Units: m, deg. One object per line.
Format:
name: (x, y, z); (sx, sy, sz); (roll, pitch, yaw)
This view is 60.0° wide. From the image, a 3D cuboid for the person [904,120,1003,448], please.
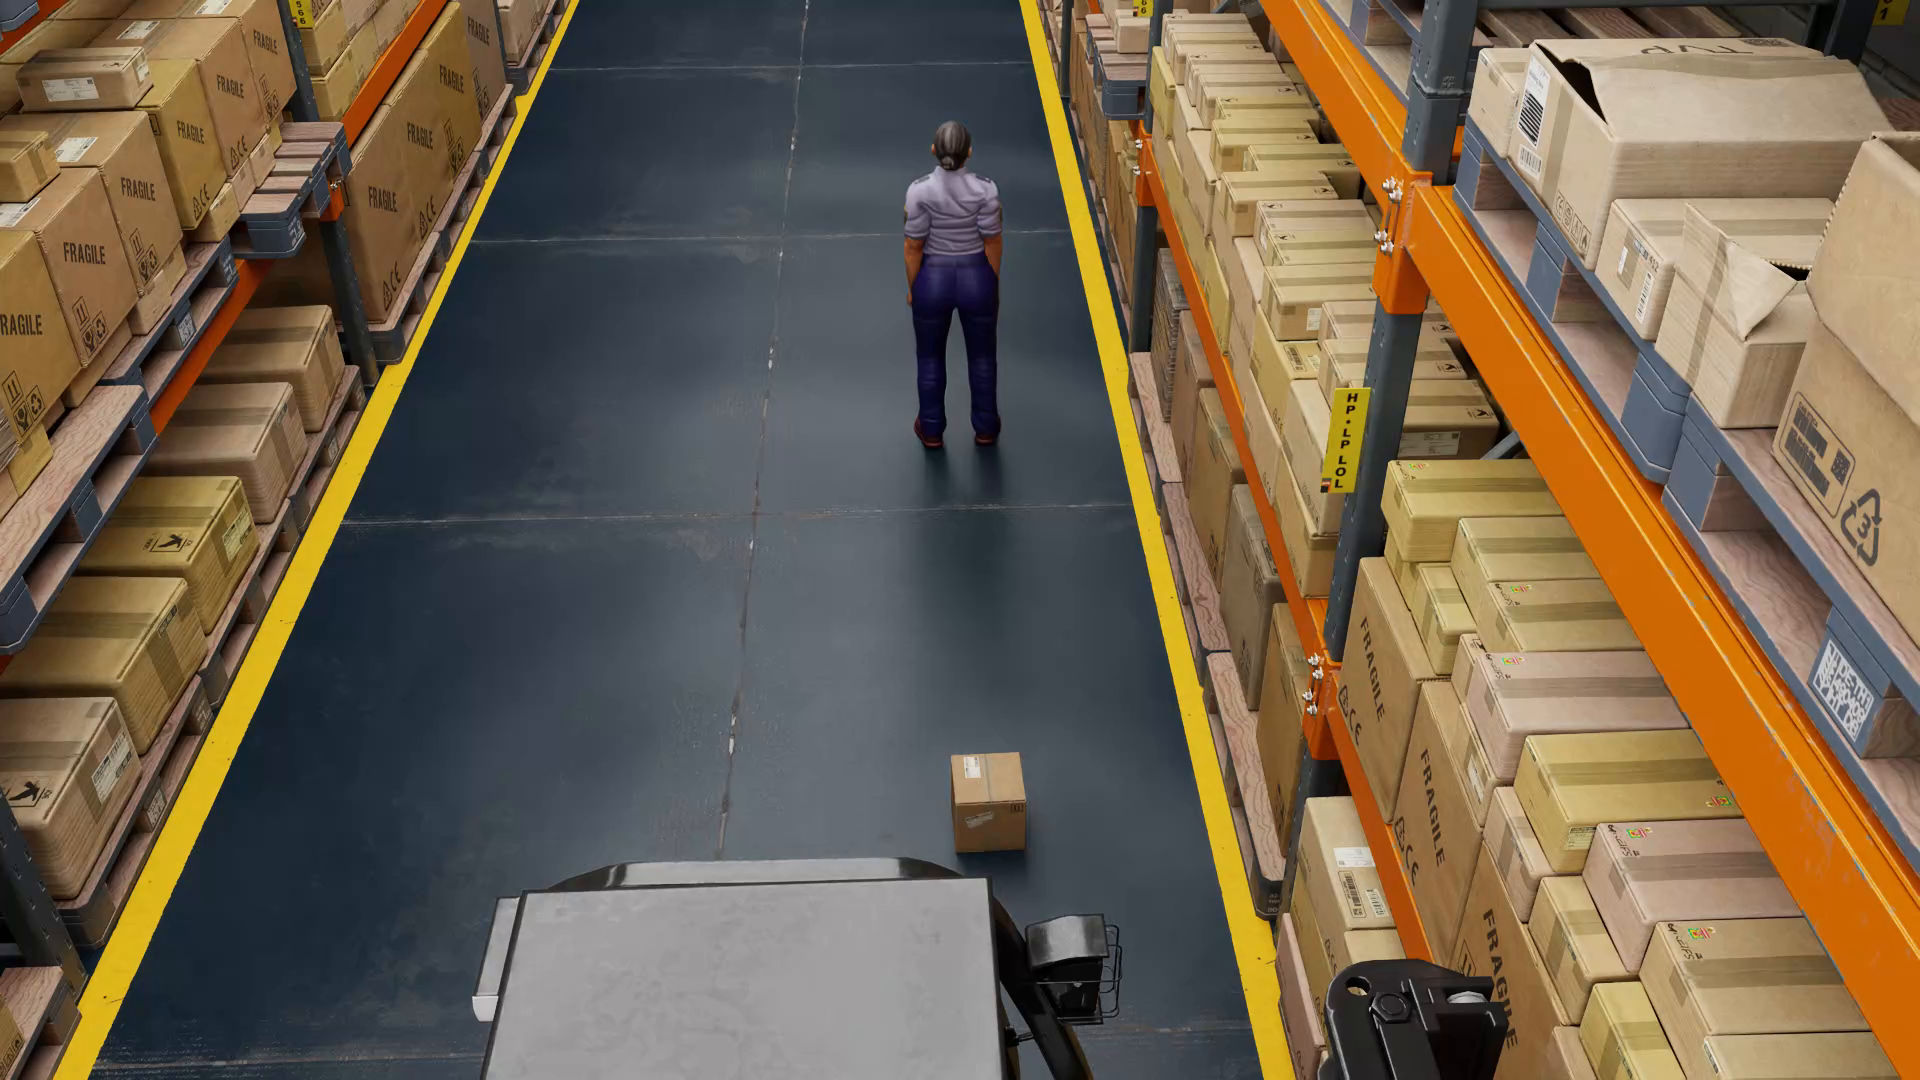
person: (-0.022, -1.181, 7.833); (0.482, 1.632, 0.364); (-3, 36, -4)
